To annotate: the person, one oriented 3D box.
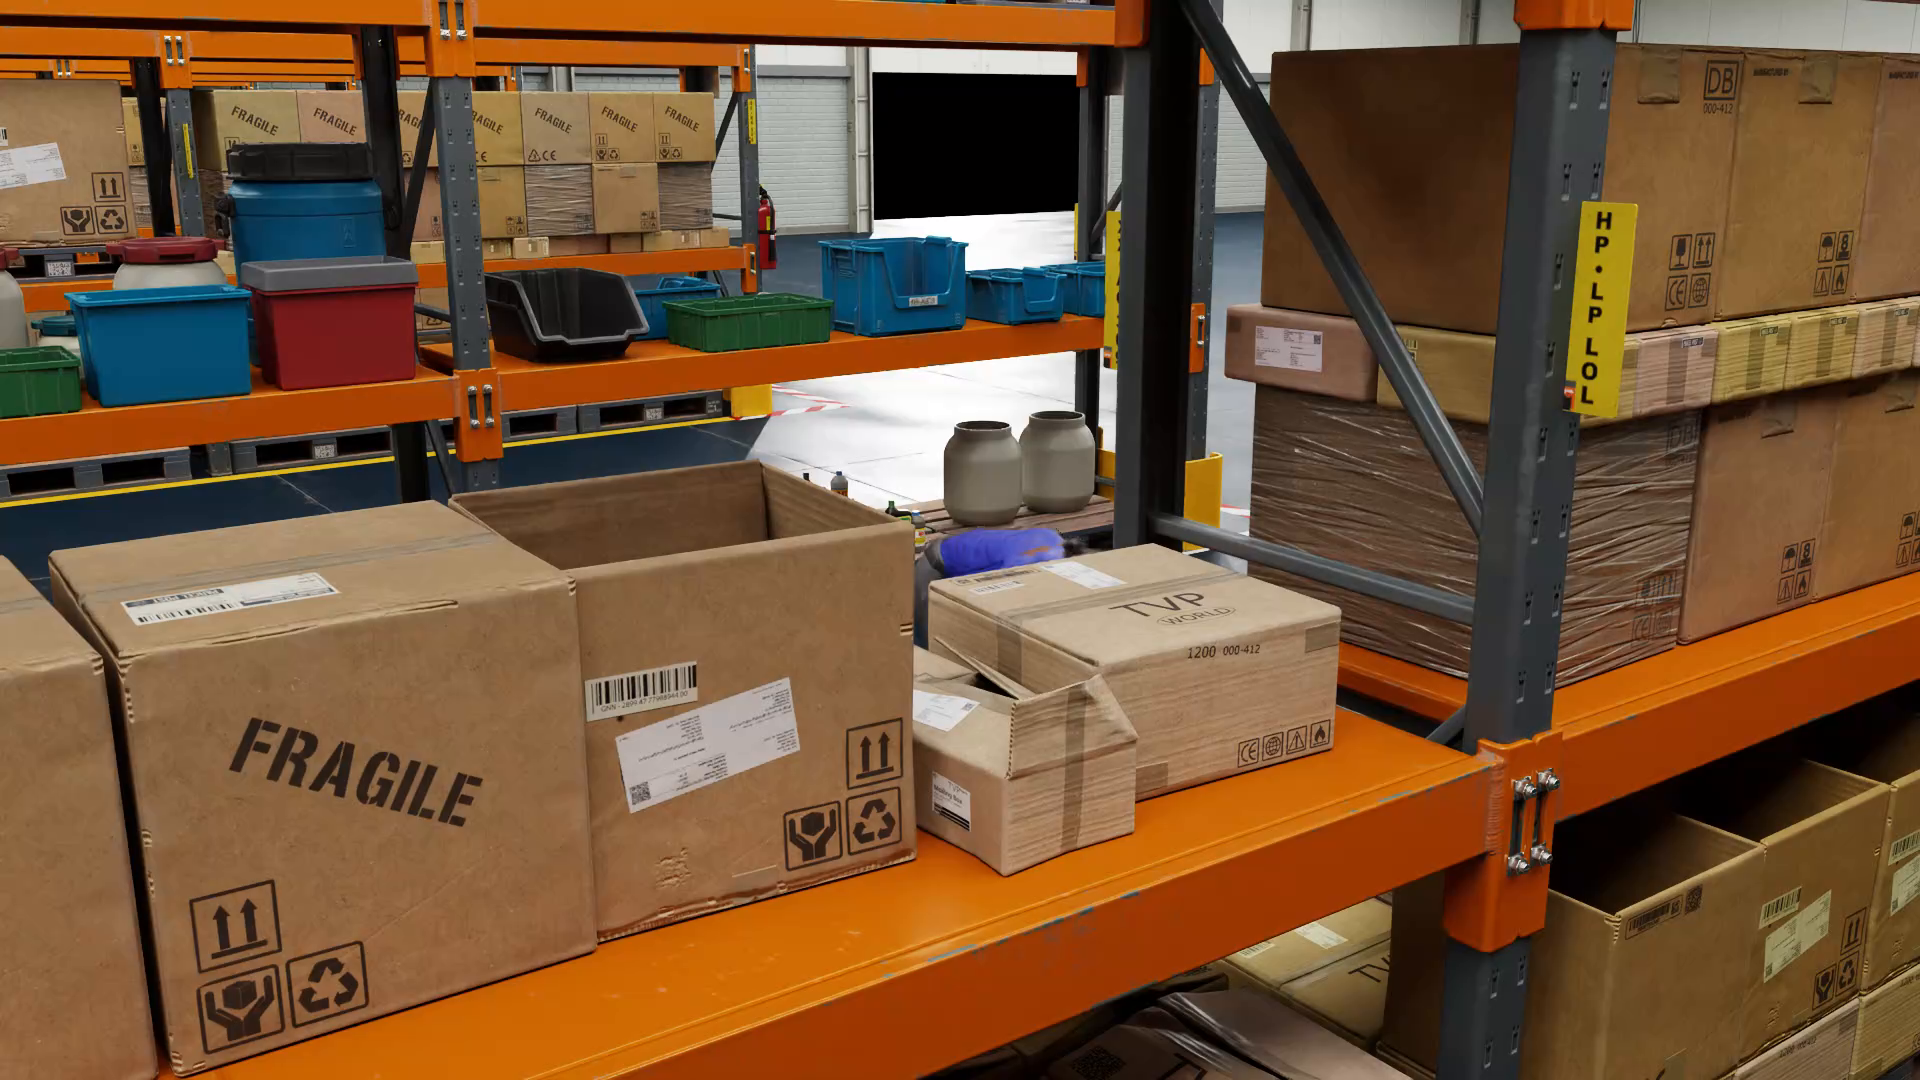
[{"bbox_3d":[0.194,0.463,5.412,0.409,1.072,0.872,-11,18,-37],"label":"person"}]
